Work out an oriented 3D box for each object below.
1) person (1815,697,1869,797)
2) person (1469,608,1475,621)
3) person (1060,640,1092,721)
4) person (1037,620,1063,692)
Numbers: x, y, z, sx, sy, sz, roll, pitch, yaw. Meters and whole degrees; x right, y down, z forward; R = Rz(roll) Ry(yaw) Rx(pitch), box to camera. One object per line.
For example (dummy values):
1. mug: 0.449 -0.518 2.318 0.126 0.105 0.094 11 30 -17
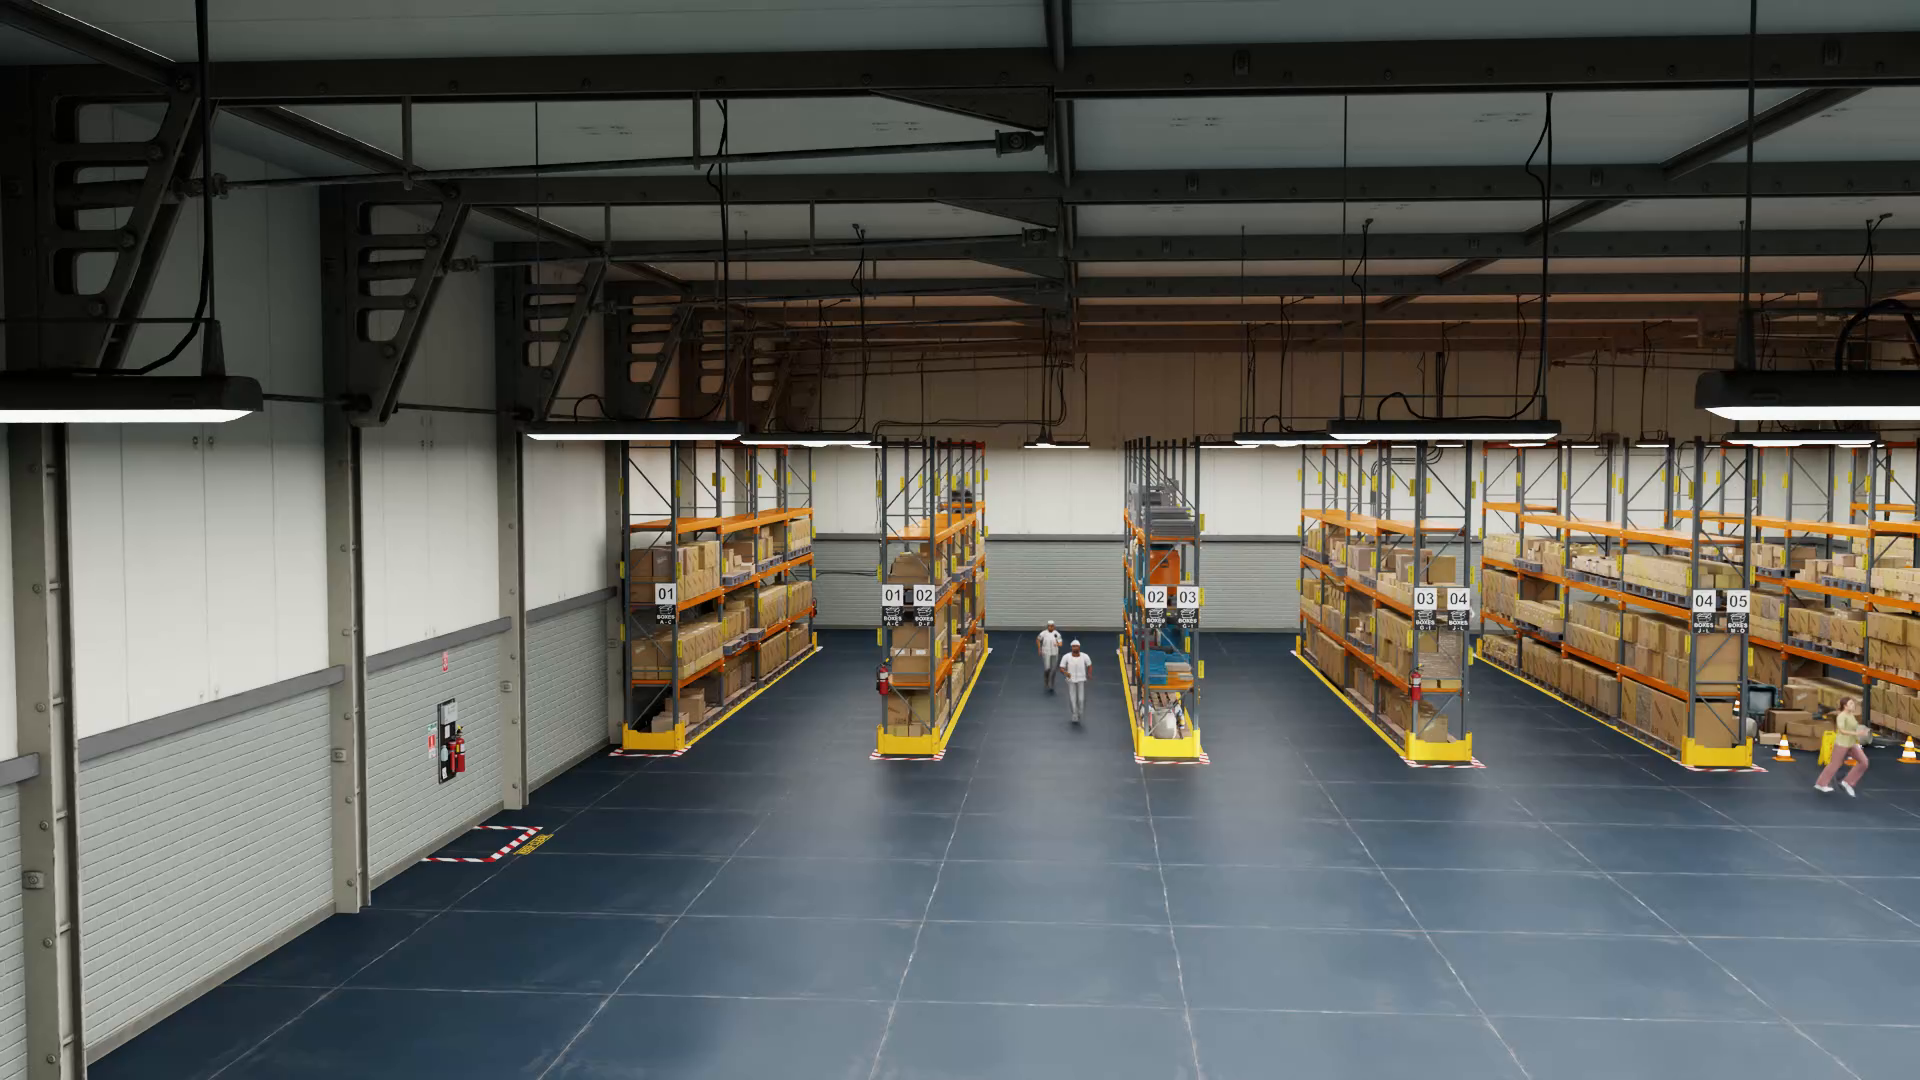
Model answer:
1. person: 14.642 3.414 27.539 0.581 1.647 0.826 -2 4 -35
2. person: 14.256 2.418 47.204 0.572 1.616 0.604 -1 3 -24
3. person: 2.457 2.980 35.190 0.698 1.723 0.579 0 3 2
4. person: 2.160 2.775 39.752 0.575 1.708 0.690 -1 3 -10
